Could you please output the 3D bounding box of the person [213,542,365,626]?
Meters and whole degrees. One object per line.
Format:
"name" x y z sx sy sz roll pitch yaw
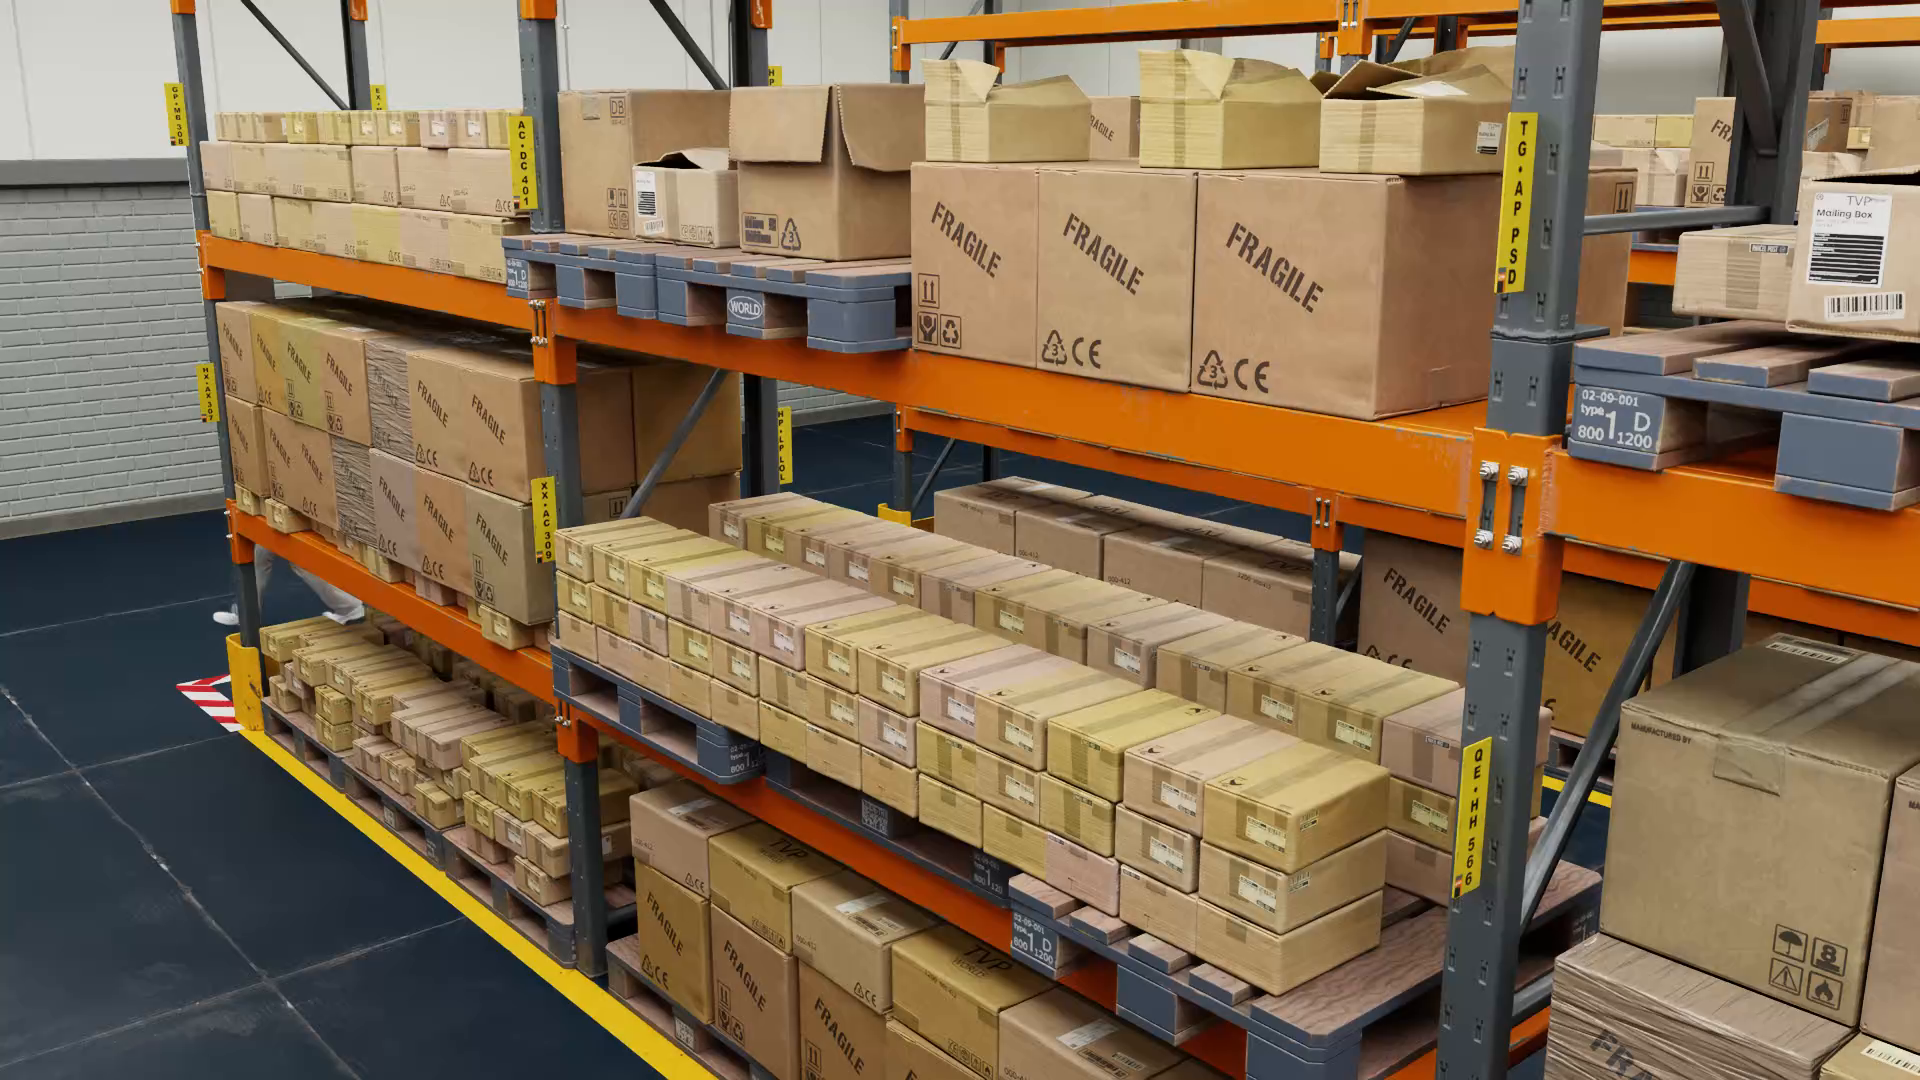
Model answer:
"person" -4.595 -0.167 11.182 1.055 1.614 0.459 -2 14 -7
